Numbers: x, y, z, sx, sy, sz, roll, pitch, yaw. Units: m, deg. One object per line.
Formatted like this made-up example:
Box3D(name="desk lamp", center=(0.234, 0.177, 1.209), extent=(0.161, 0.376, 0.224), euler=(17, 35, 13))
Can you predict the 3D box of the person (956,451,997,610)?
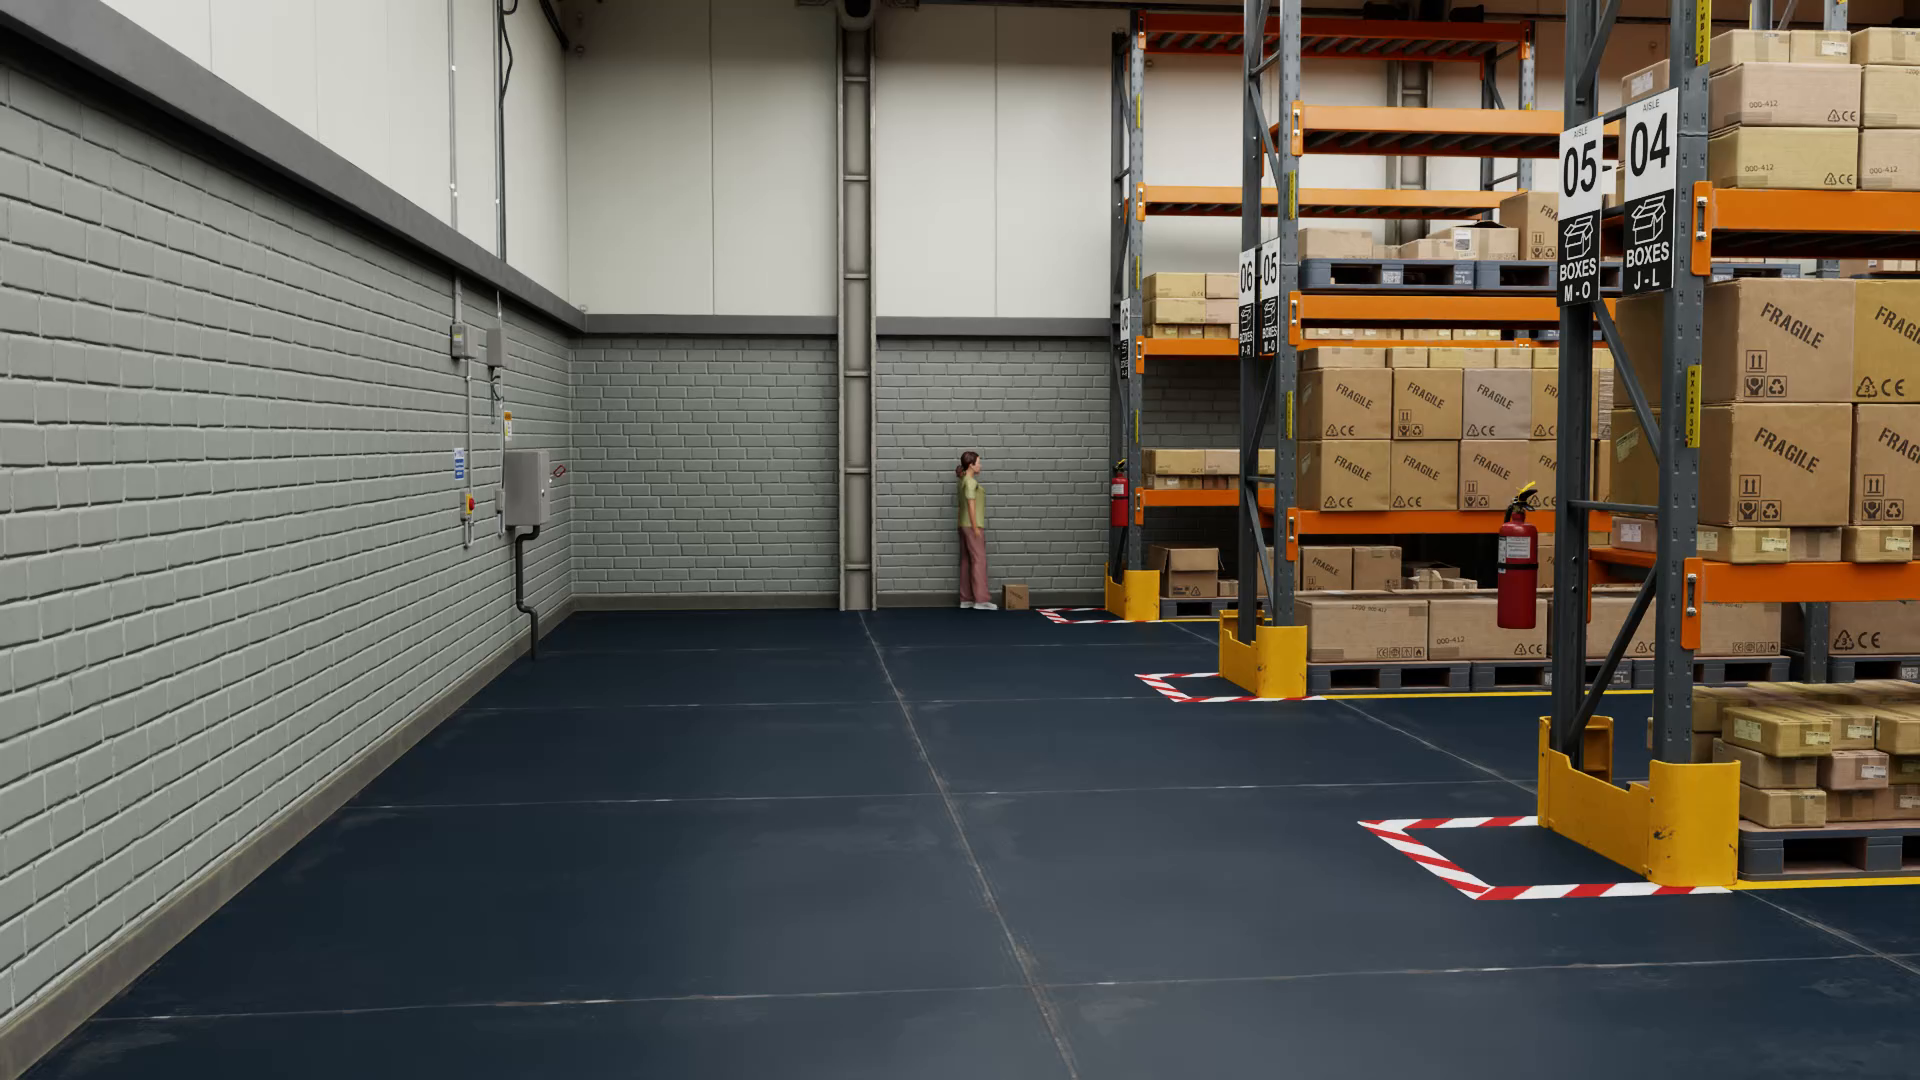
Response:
Box3D(name="person", center=(0.159, -0.102, 17.633), extent=(0.424, 1.676, 0.533), euler=(-1, 4, -15))
